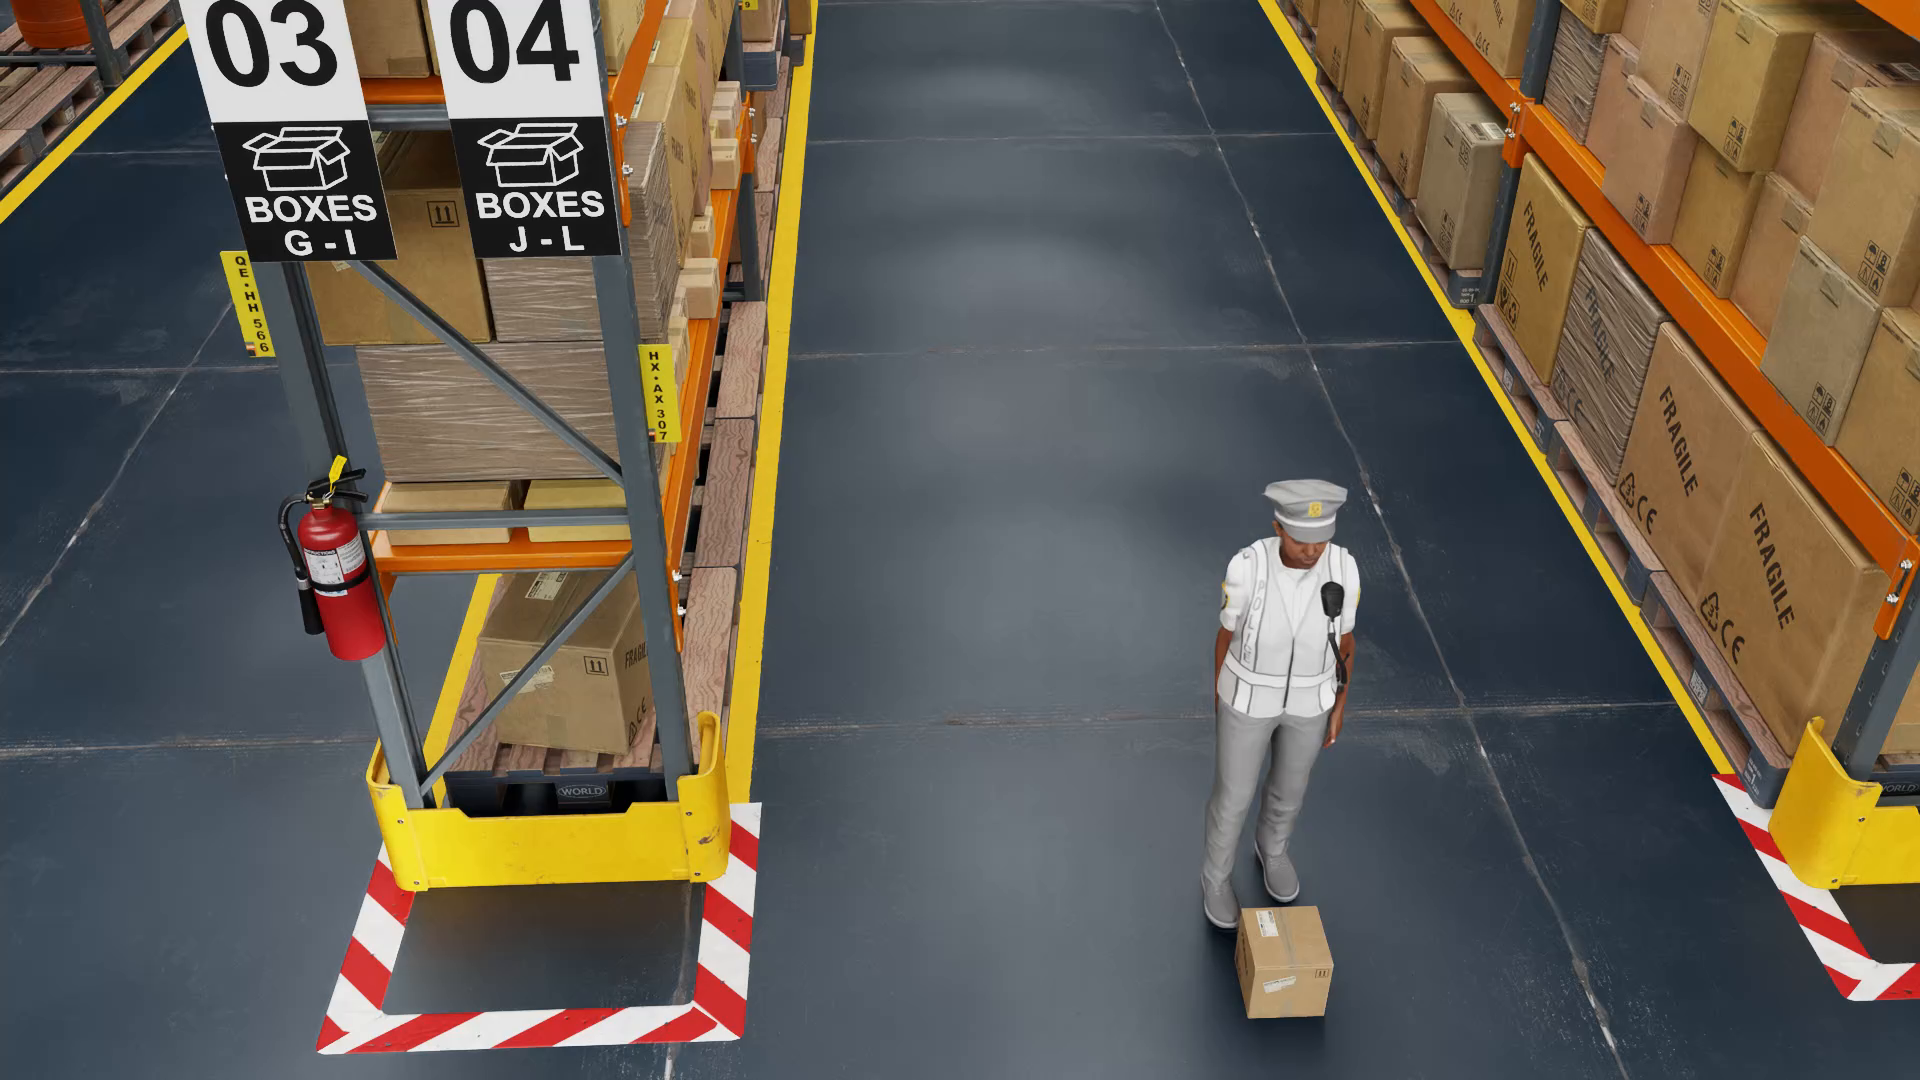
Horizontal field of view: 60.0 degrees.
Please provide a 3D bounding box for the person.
[{"bbox_3d":[1.041,0.541,5.372,0.441,1.681,0.428,-1,35,-1],"label":"person"}]
